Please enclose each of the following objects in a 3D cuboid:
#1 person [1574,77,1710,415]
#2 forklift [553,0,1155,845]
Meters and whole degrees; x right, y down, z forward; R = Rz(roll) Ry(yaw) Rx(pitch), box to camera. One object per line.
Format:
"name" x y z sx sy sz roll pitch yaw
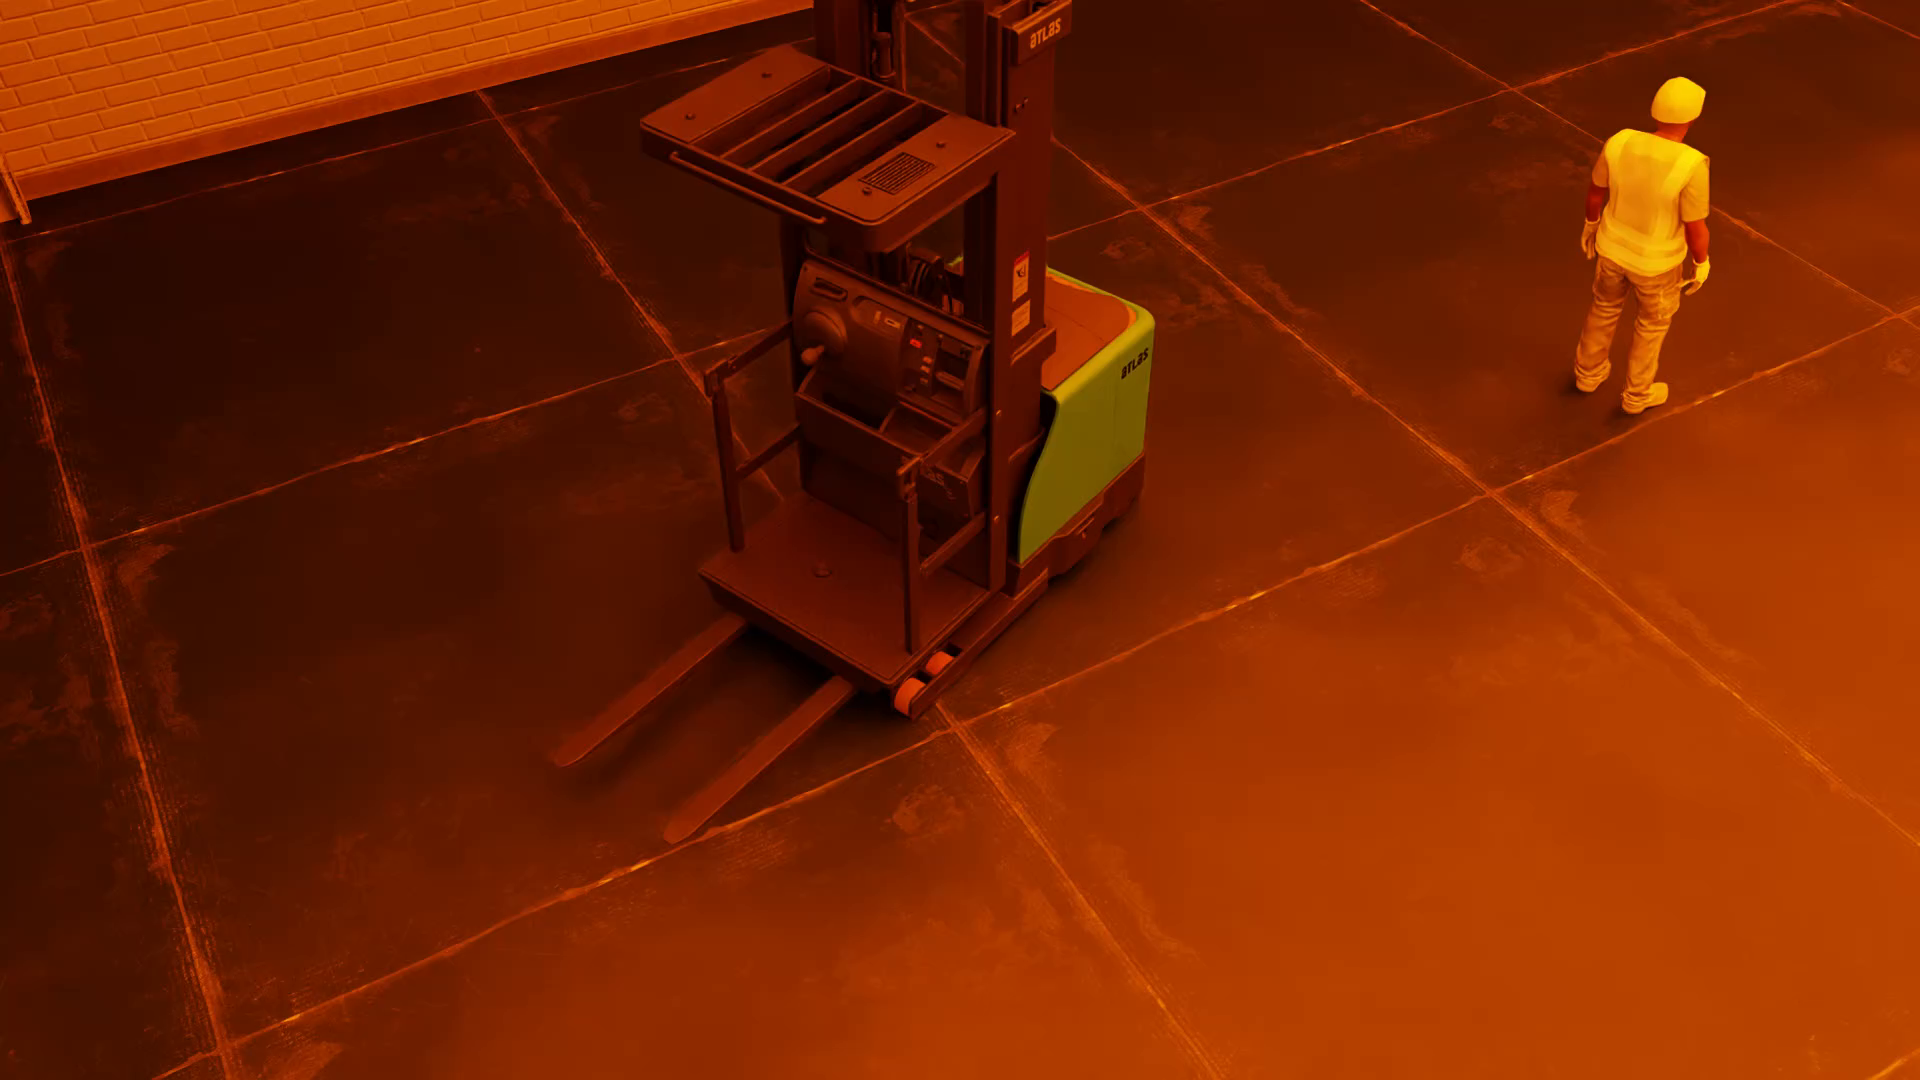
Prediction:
"person" 3.344 -1.427 8.083 0.515 1.793 0.651 -29 50 -28
"forklift" -0.421 -0.708 6.462 1.130 2.935 3.031 28 50 27
